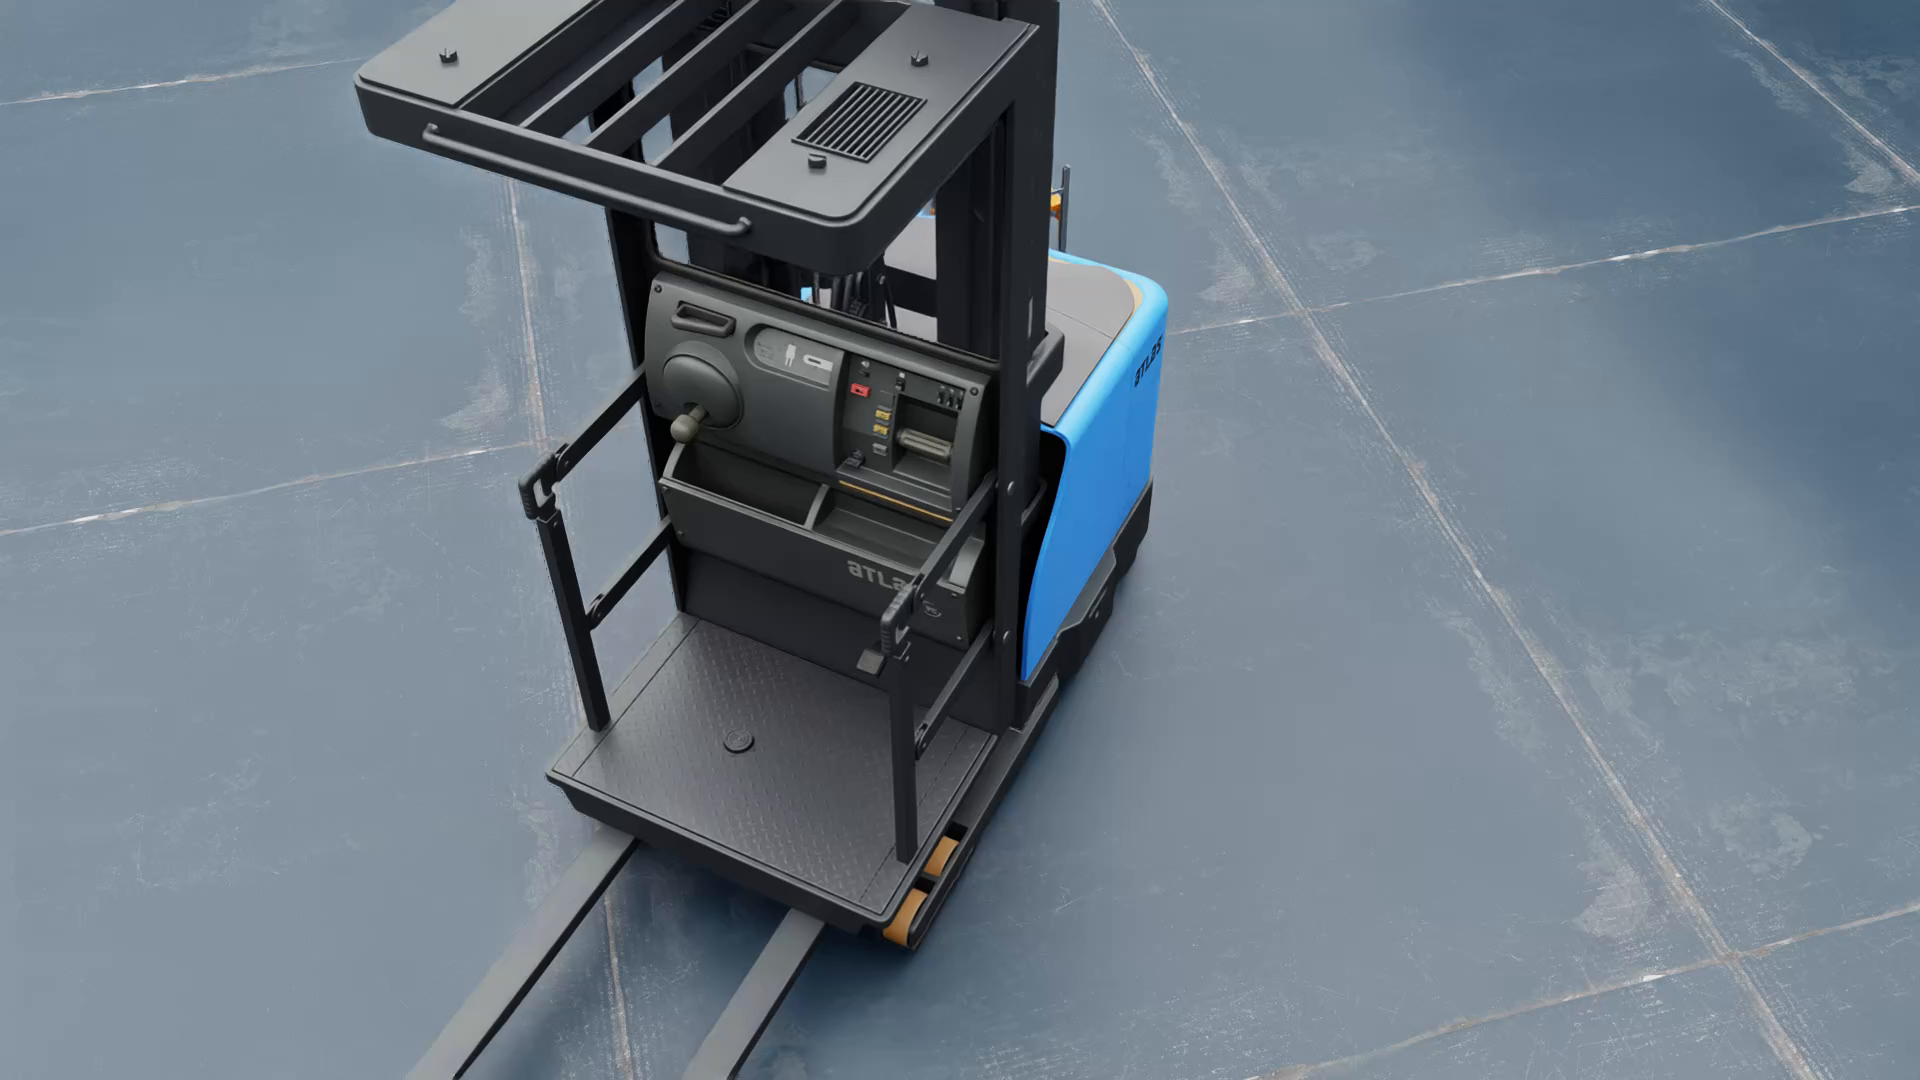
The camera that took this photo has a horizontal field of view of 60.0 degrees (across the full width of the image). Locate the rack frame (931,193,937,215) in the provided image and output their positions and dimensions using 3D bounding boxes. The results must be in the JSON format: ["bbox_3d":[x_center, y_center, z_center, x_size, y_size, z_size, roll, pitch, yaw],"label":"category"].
[{"bbox_3d":[0.009,-1.023,5.912,0.240,1.200,0.015,-21,49,-19],"label":"rack frame"}]

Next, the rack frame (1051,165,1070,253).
[{"bbox_3d":[0.237,-0.714,5.610,0.240,1.200,0.015,-21,49,-19],"label":"rack frame"}]

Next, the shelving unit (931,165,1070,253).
[{"bbox_3d":[0.123,-0.869,5.761,0.258,1.200,0.503,-21,49,-19],"label":"shelving unit"}]

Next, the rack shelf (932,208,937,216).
[{"bbox_3d":[0.123,-0.978,5.649,0.258,0.148,0.480,-21,49,-19],"label":"rack shelf"}]

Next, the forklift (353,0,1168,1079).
[{"bbox_3d":[-0.465,-0.263,3.956,1.130,2.935,3.031,20,49,18],"label":"forklift"}]

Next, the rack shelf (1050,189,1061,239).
[{"bbox_3d":[0.123,-1.144,5.480,0.258,0.148,0.480,-21,49,-19],"label":"rack shelf"}]
